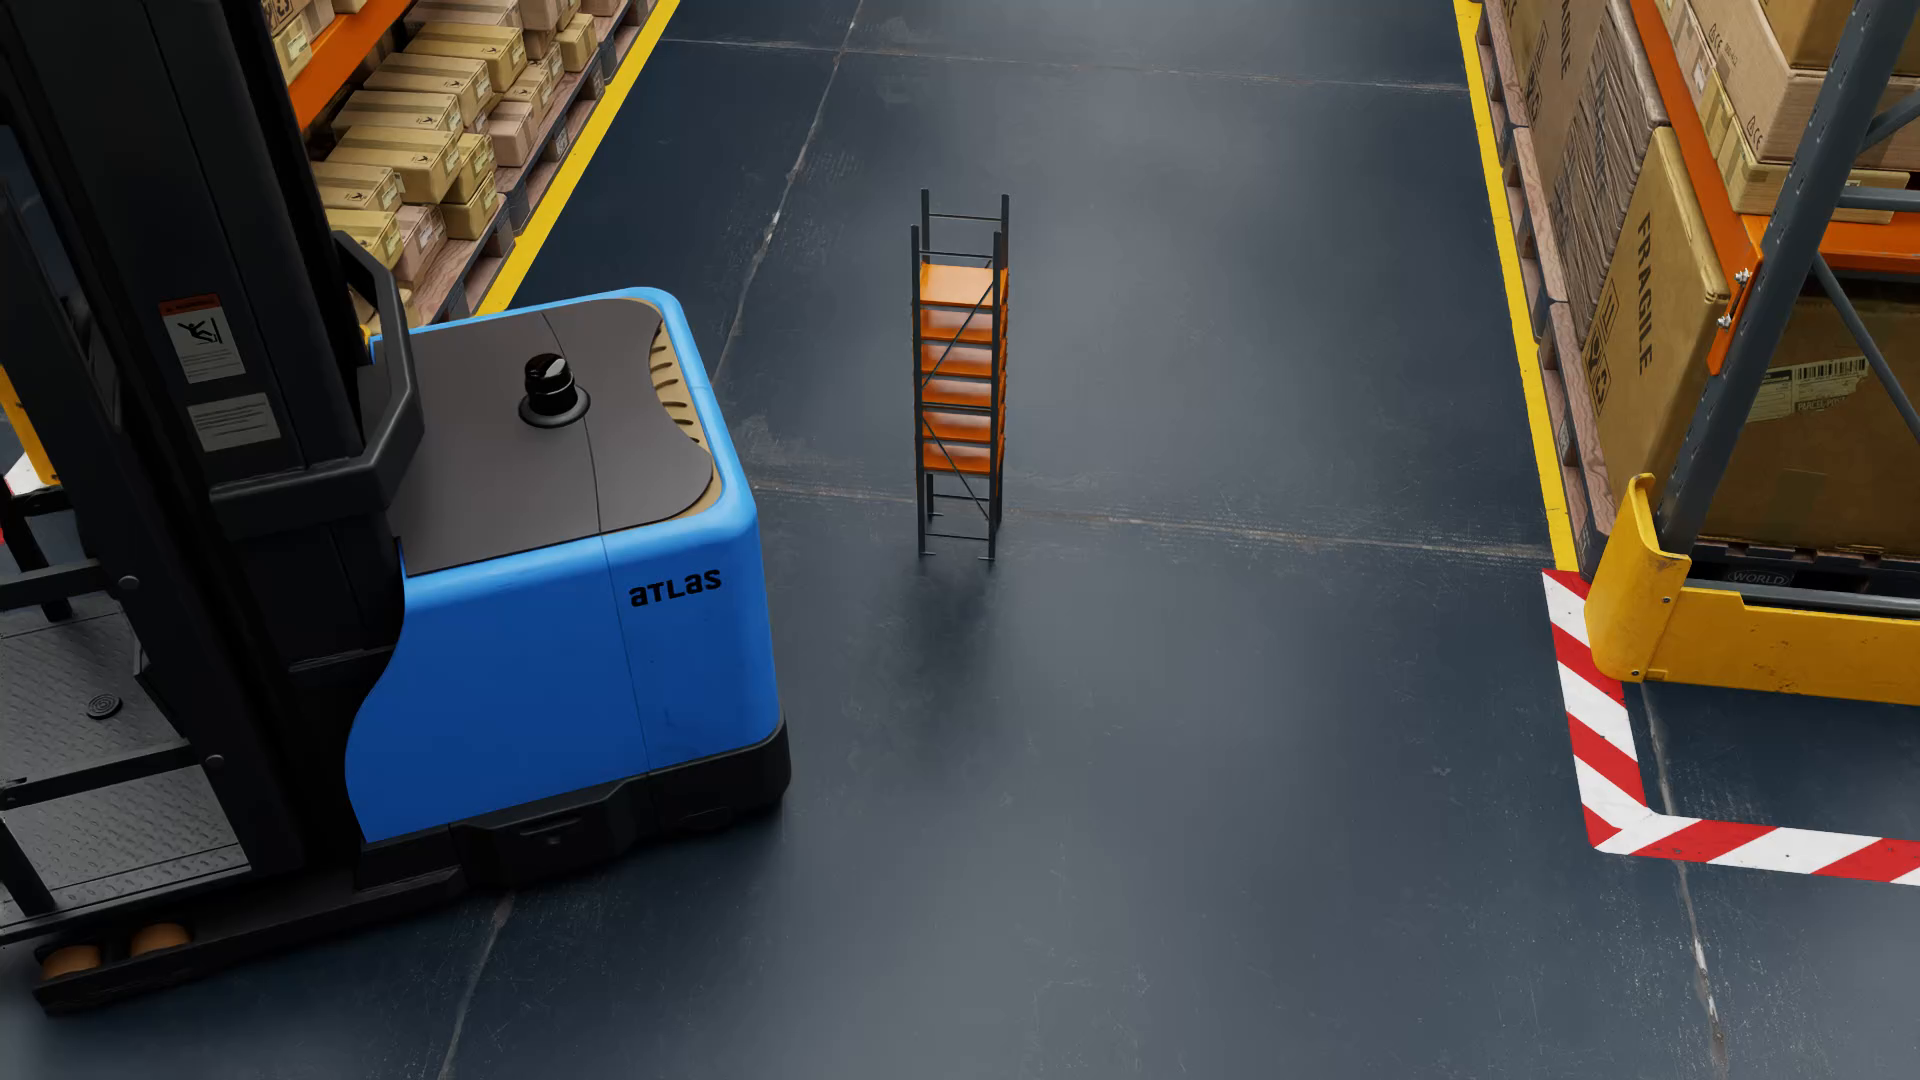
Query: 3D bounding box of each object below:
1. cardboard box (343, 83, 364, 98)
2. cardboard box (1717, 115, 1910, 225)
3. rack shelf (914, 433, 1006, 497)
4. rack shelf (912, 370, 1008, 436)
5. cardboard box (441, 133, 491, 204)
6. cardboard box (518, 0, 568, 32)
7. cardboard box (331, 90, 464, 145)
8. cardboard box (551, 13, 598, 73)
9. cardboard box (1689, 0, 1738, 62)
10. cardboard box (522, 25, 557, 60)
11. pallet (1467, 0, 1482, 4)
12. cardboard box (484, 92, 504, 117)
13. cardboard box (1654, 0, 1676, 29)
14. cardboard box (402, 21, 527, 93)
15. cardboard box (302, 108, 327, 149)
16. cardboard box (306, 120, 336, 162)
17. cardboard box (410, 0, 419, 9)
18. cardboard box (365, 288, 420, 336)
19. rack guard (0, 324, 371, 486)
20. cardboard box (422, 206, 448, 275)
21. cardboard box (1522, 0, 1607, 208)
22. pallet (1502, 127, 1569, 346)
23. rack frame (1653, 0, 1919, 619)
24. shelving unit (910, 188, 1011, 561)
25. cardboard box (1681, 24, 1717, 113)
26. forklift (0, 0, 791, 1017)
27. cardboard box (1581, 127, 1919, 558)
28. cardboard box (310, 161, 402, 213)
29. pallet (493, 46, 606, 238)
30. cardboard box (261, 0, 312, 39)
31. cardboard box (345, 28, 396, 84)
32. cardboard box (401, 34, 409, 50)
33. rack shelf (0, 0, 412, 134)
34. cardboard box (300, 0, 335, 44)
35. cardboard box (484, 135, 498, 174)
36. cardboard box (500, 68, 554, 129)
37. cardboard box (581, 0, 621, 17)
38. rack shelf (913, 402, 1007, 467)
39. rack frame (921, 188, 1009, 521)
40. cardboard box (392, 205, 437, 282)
[{"bbox_3d":[-2.487,-1.779,6.499,0.380,0.149,0.250,7,44,8],"label":"cardboard box"},{"bbox_3d":[2.175,-0.949,4.253,0.380,0.149,0.250,6,44,6],"label":"cardboard box"},{"bbox_3d":[0.002,-0.239,5.043,0.258,0.103,0.180,5,44,6],"label":"rack shelf"},{"bbox_3d":[0.002,-0.413,4.878,0.258,0.103,0.180,5,44,6],"label":"rack shelf"},{"bbox_3d":[-1.947,-1.367,6.064,0.380,0.149,0.250,7,44,7],"label":"cardboard box"},{"bbox_3d":[-1.809,-2.185,6.711,0.380,0.149,0.250,4,44,4],"label":"cardboard box"},{"bbox_3d":[-2.015,-1.482,5.969,0.380,0.149,0.250,3,44,3],"label":"cardboard box"},{"bbox_3d":[-1.771,-2.127,7.083,0.380,0.149,0.250,5,44,5],"label":"cardboard box"},{"bbox_3d":[2.323,-1.521,4.567,0.500,0.250,0.500,5,44,5],"label":"cardboard box"},{"bbox_3d":[-1.888,-2.107,6.845,0.380,0.149,0.250,3,44,4],"label":"cardboard box"},{"bbox_3d":[3.010,-3.014,8.279,1.003,0.211,1.213,5,44,6],"label":"pallet"},{"bbox_3d":[-2.011,-1.745,6.463,0.380,0.149,0.250,7,44,8],"label":"cardboard box"},{"bbox_3d":[2.308,-1.645,4.988,0.380,0.149,0.250,4,44,5],"label":"cardboard box"},{"bbox_3d":[-1.889,-1.845,6.353,0.380,0.149,0.250,6,44,6],"label":"cardboard box"},{"bbox_3d":[-2.535,-1.529,6.018,0.380,0.149,0.250,4,44,4],"label":"cardboard box"},{"bbox_3d":[-2.458,-1.426,6.126,0.380,0.149,0.250,5,44,5],"label":"cardboard box"},{"bbox_3d":[-2.332,-2.232,6.761,0.380,0.149,0.250,4,44,4],"label":"cardboard box"},{"bbox_3d":[-2.063,-0.732,5.610,0.380,0.149,0.250,6,44,6],"label":"cardboard box"},{"bbox_3d":[-2.439,-0.431,5.342,1.175,0.500,0.348,5,44,6],"label":"rack guard"},{"bbox_3d":[-2.083,-1.088,5.985,0.380,0.149,0.250,6,44,6],"label":"cardboard box"},{"bbox_3d":[2.697,-1.818,6.229,0.875,0.875,0.875,5,44,6],"label":"cardboard box"},{"bbox_3d":[2.646,-1.136,6.296,1.003,0.211,1.213,5,44,6],"label":"pallet"},{"bbox_3d":[2.454,-0.767,3.879,1.000,3.000,0.127,5,44,6],"label":"rack frame"},{"bbox_3d":[0.002,-0.446,4.848,0.258,1.200,0.189,5,44,6],"label":"shelving unit"},{"bbox_3d":[2.242,-1.298,4.622,0.380,0.149,0.250,5,44,6],"label":"cardboard box"},{"bbox_3d":[-2.028,-0.335,3.472,3.031,2.935,1.130,-13,45,-14],"label":"forklift"},{"bbox_3d":[2.459,-0.592,4.933,0.875,0.875,0.875,5,44,6],"label":"cardboard box"},{"bbox_3d":[-2.126,-1.145,5.613,0.380,0.149,0.250,6,44,6],"label":"cardboard box"},{"bbox_3d":[-2.133,-1.706,6.898,1.003,0.211,1.213,5,44,6],"label":"pallet"},{"bbox_3d":[-2.116,-1.712,4.588,0.500,0.500,0.500,7,44,7],"label":"cardboard box"},{"bbox_3d":[-2.410,-1.887,6.396,0.380,0.149,0.250,4,44,4],"label":"cardboard box"},{"bbox_3d":[-2.421,-2.135,6.875,0.380,0.149,0.250,5,44,5],"label":"cardboard box"},{"bbox_3d":[-2.185,-2.389,6.114,1.077,0.370,4.000,5,44,6],"label":"rack shelf"},{"bbox_3d":[-2.089,-1.564,4.903,0.380,0.149,0.250,7,44,7],"label":"cardboard box"},{"bbox_3d":[-2.002,-1.435,6.352,0.380,0.149,0.250,5,44,6],"label":"cardboard box"},{"bbox_3d":[-1.871,-1.788,6.724,0.380,0.149,0.250,5,44,6],"label":"cardboard box"},{"bbox_3d":[-1.723,-2.477,7.452,0.380,0.149,0.250,4,44,4],"label":"cardboard box"},{"bbox_3d":[0.002,-0.326,4.961,0.258,0.103,0.180,5,44,6],"label":"rack shelf"},{"bbox_3d":[0.014,-0.508,4.914,0.240,1.200,0.006,5,44,6],"label":"rack frame"},{"bbox_3d":[-2.033,-1.028,5.705,0.380,0.149,0.250,5,44,5],"label":"cardboard box"}]
